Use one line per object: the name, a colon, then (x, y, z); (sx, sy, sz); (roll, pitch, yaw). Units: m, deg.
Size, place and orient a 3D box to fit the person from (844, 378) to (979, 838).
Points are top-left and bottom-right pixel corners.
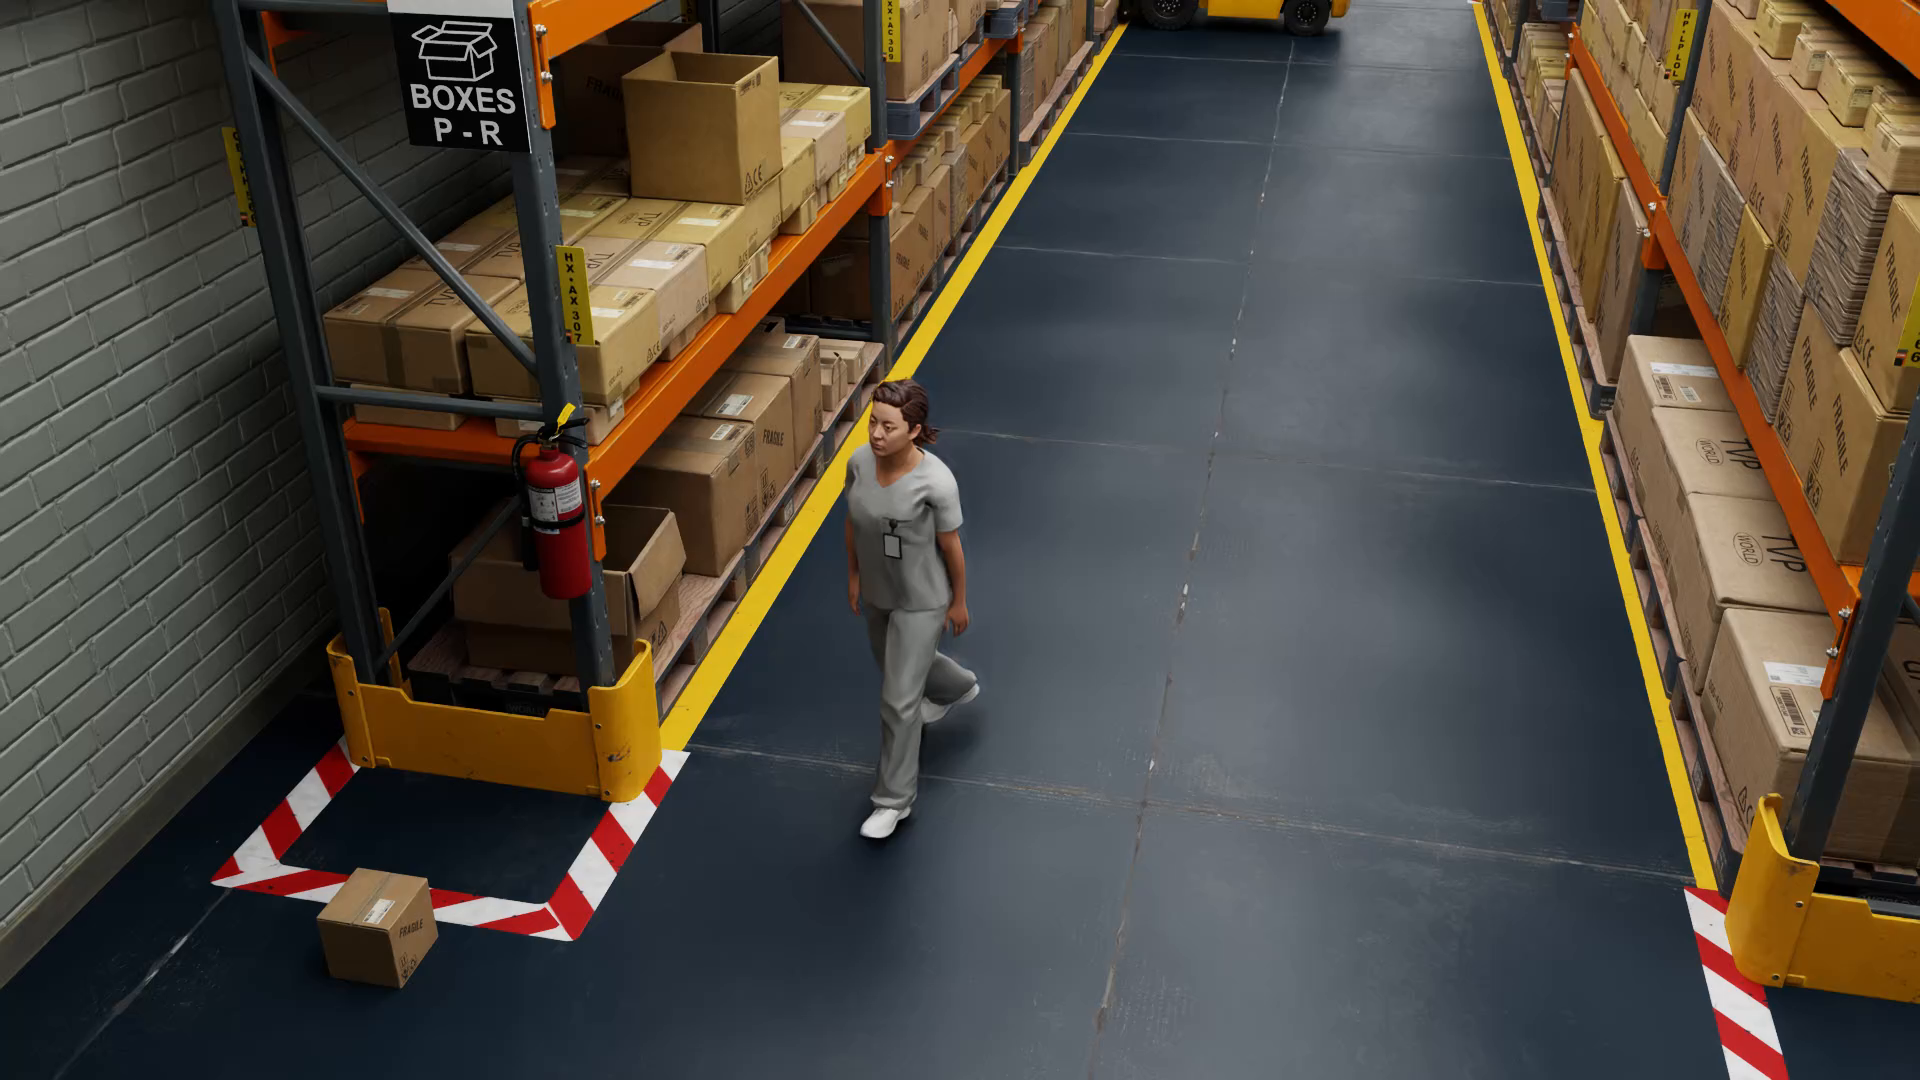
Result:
person: (-0.175, 0.168, 5.840); (0.451, 1.638, 0.890); (21, 35, 33)
